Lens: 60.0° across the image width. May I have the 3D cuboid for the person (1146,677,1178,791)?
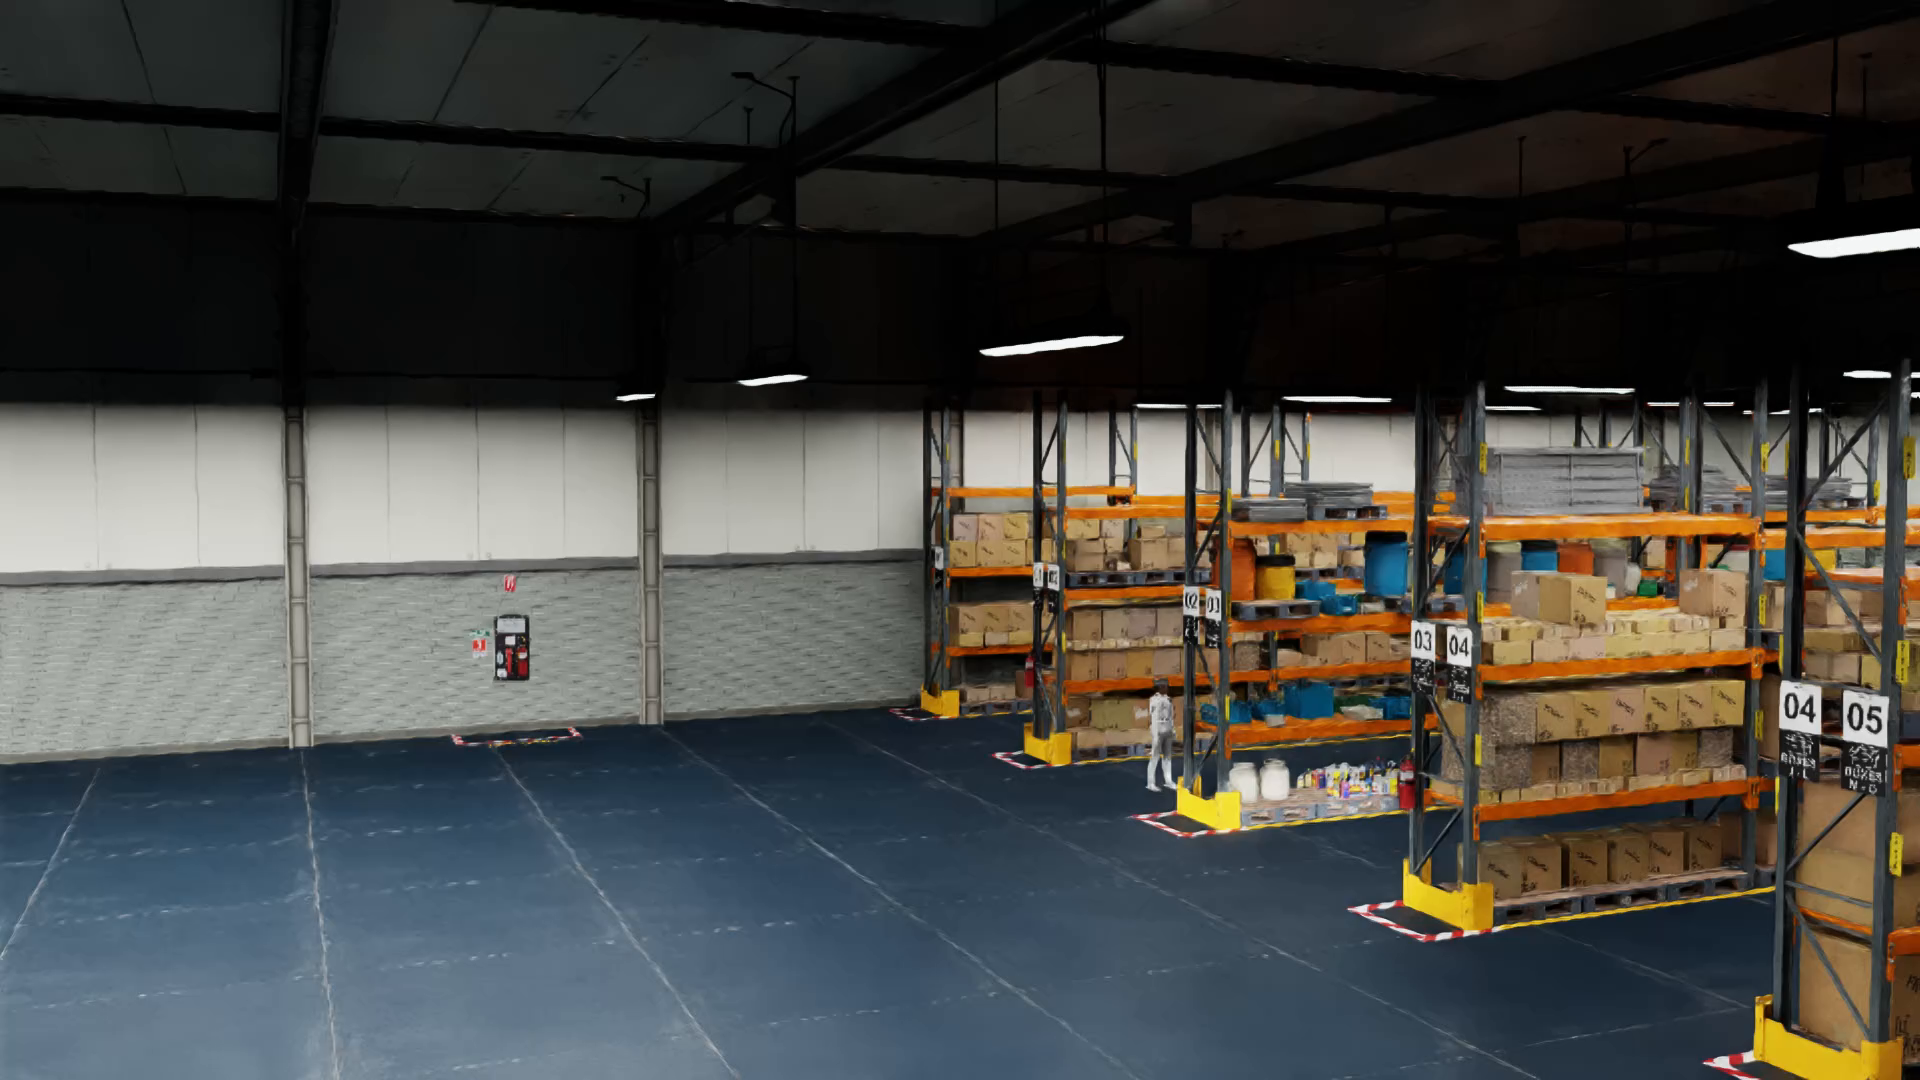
[{"bbox_3d":[3.016,2.869,24.646,0.409,1.663,0.532,3,4,37],"label":"person"}]
